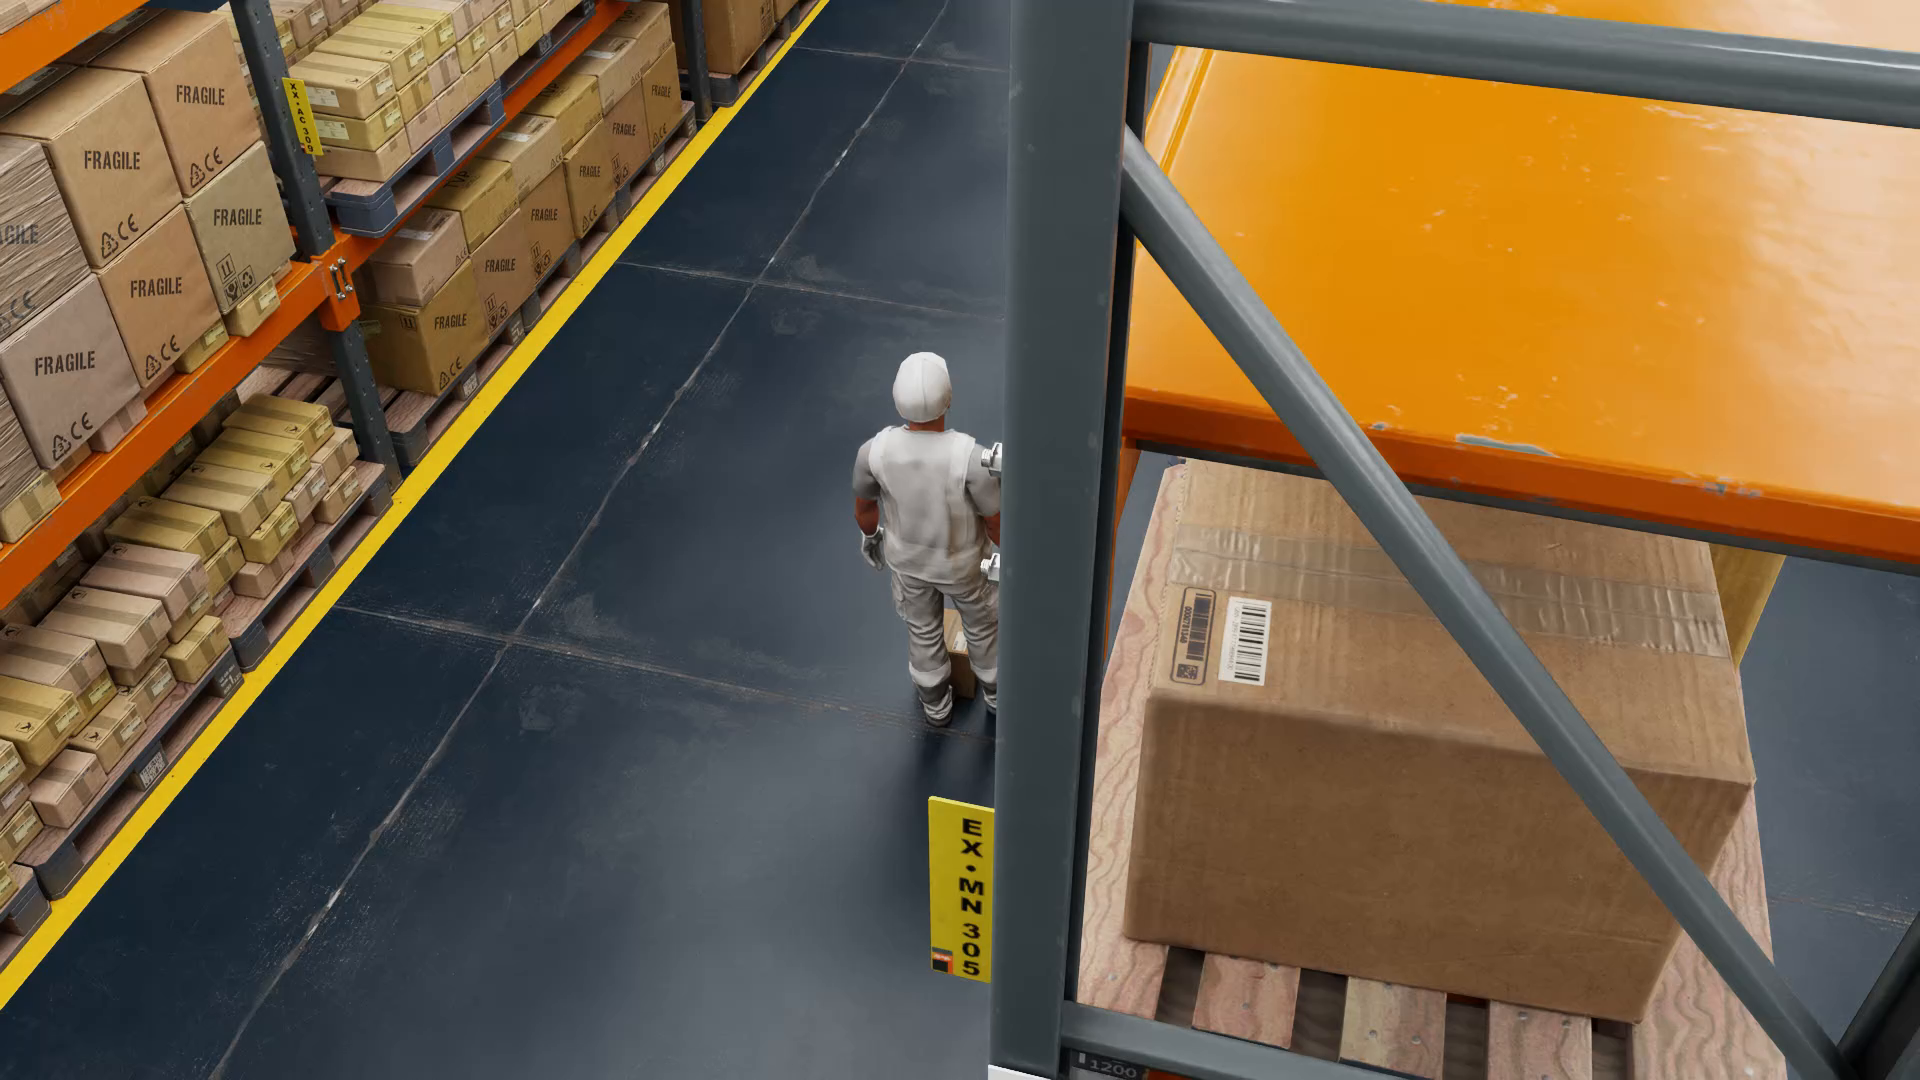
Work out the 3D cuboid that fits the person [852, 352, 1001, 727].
[{"bbox_3d":[-0.051,0.004,6.287,0.637,1.790,0.562,10,42,11],"label":"person"}]
